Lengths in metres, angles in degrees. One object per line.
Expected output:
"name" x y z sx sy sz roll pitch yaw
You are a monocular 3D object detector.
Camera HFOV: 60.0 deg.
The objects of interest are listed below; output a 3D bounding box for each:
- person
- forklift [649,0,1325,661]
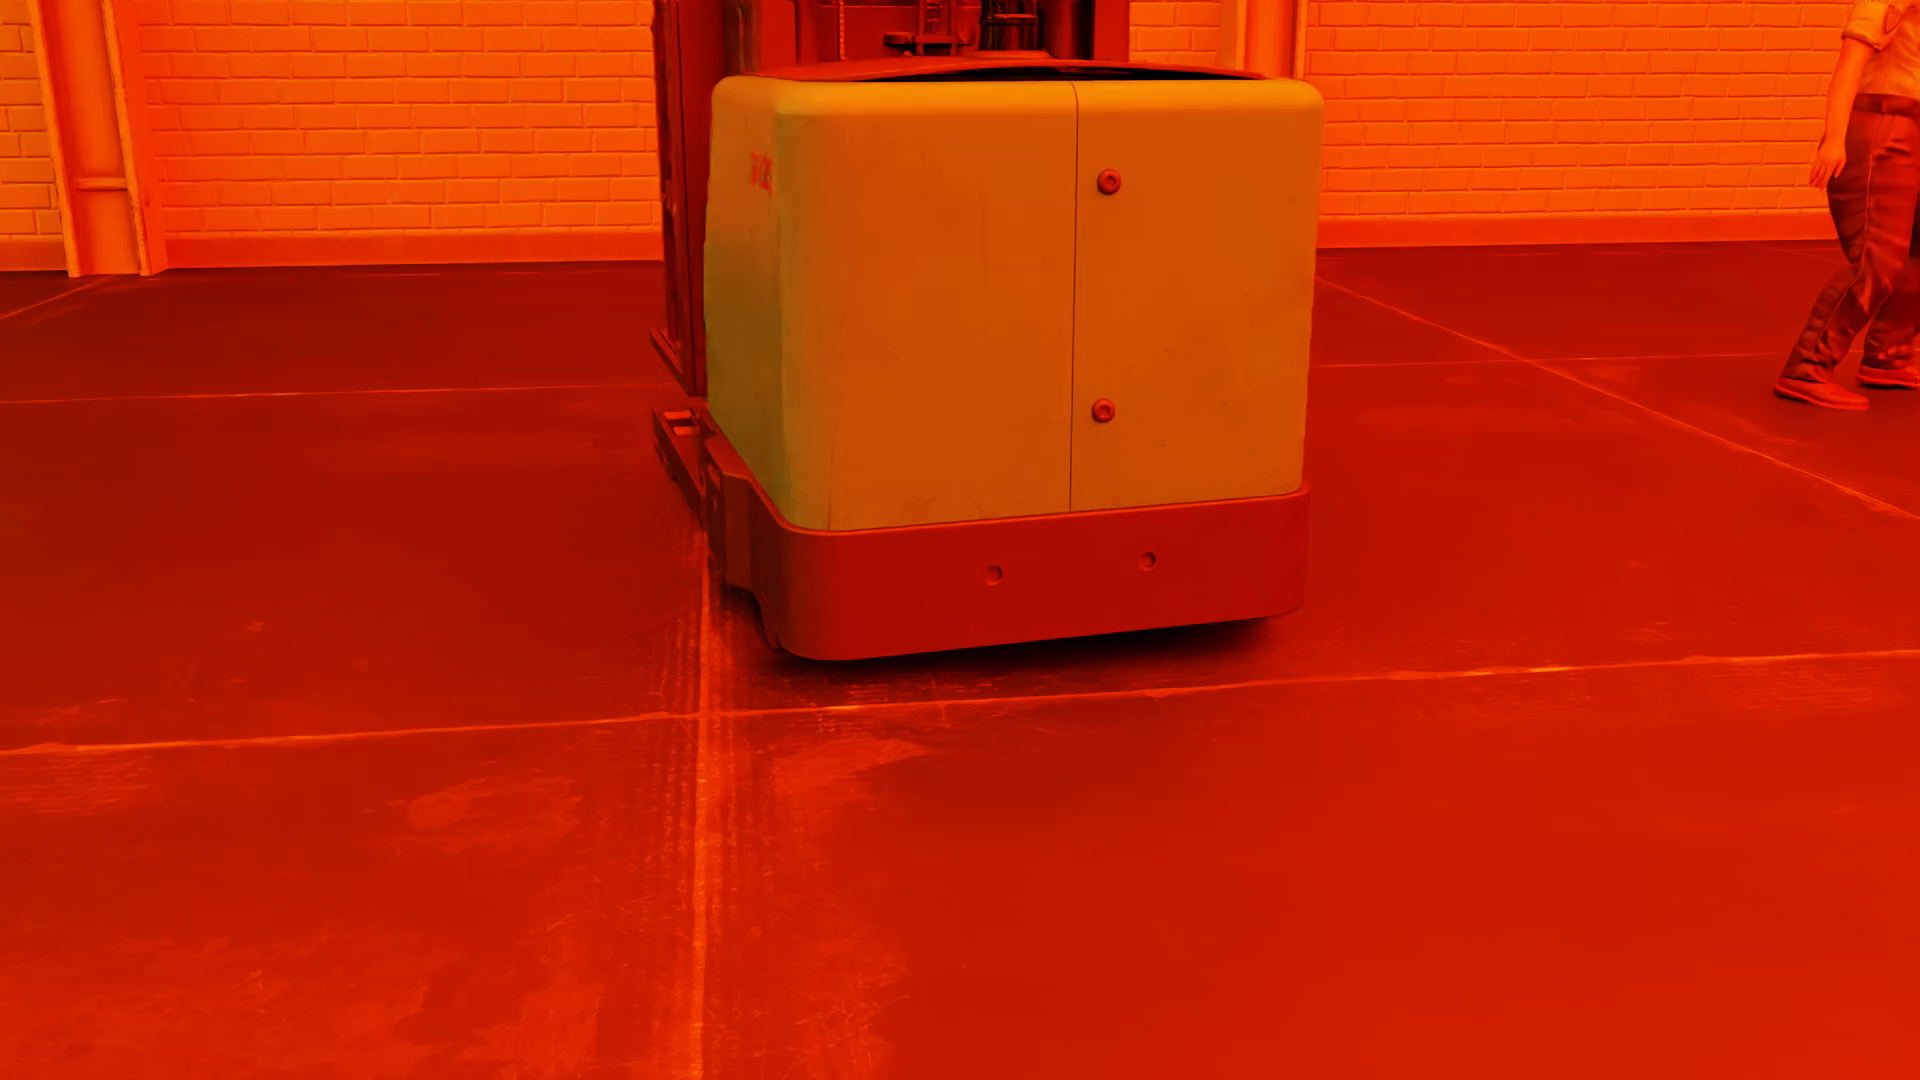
"person" 2.983 -1.246 5.329 0.389 1.621 0.814 16 23 42
"forklift" -0.225 -1.570 4.097 1.130 2.935 3.031 -5 17 -16
